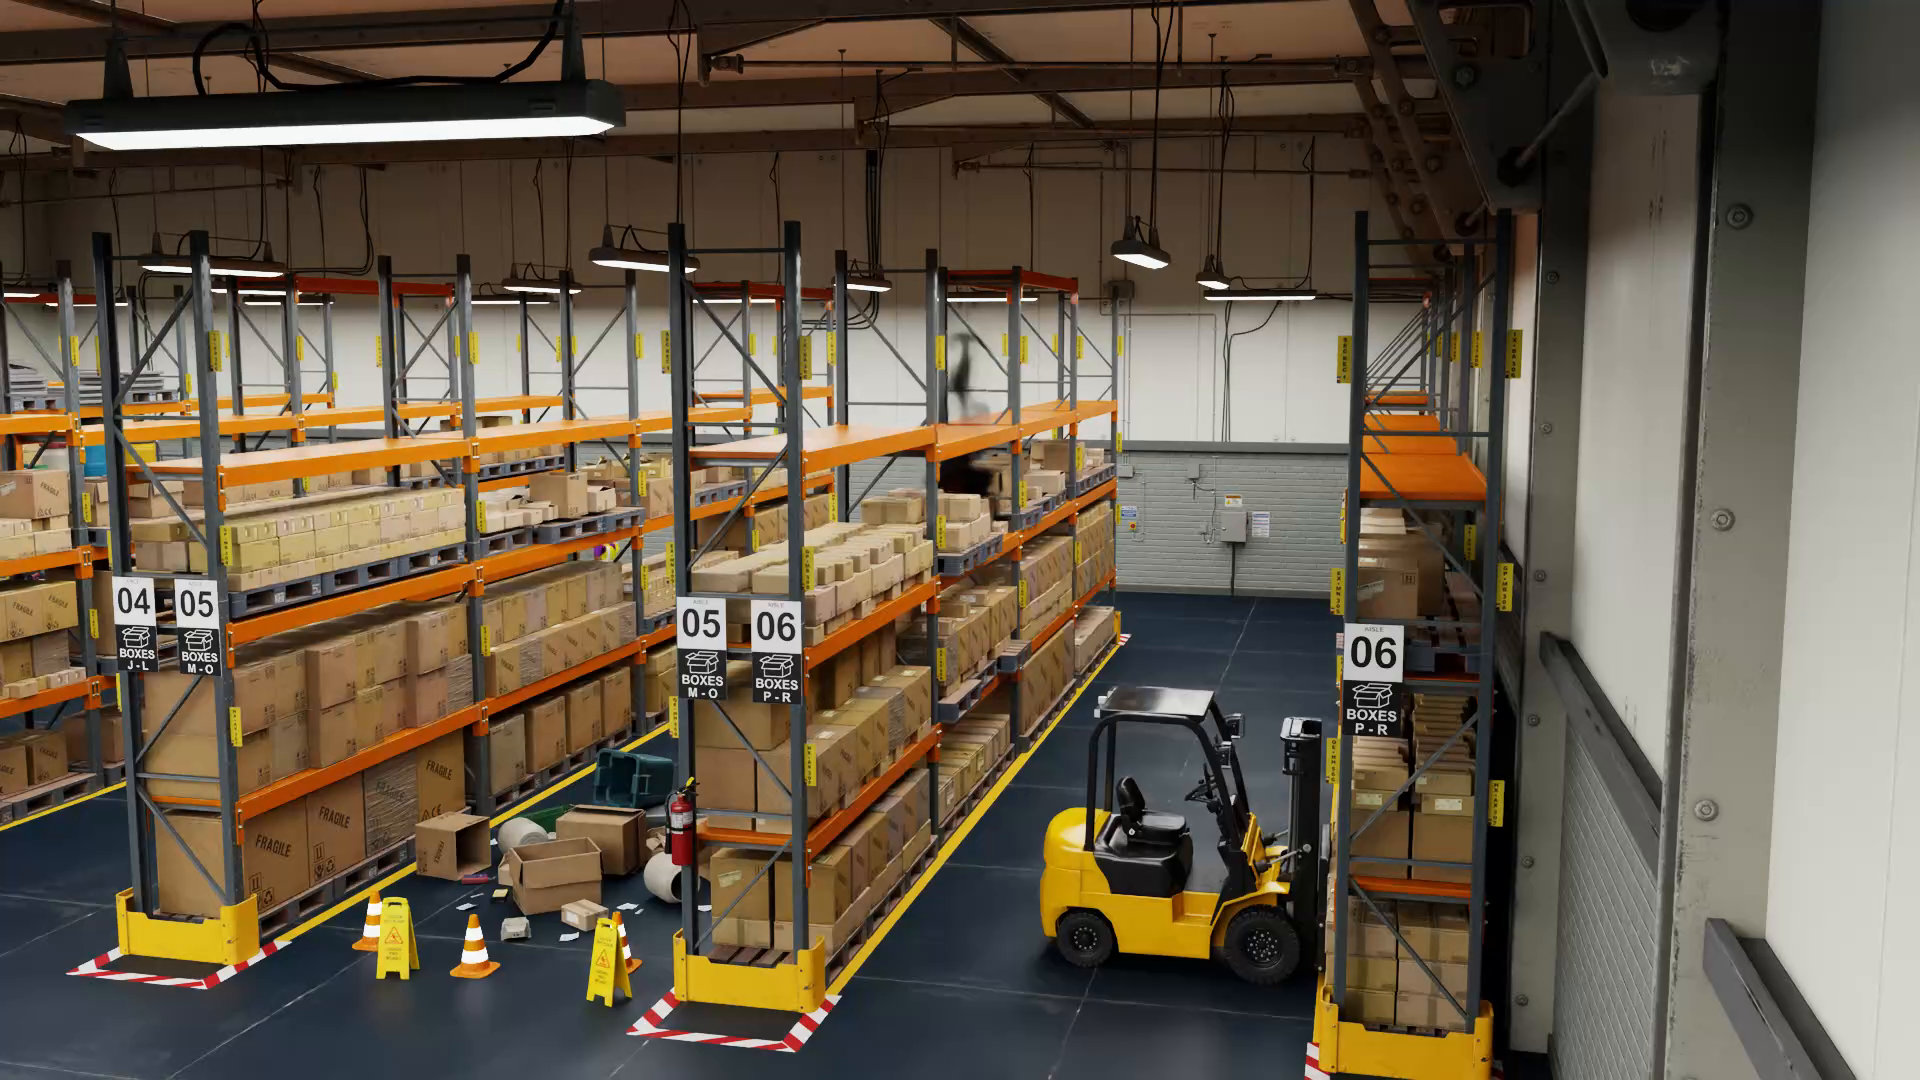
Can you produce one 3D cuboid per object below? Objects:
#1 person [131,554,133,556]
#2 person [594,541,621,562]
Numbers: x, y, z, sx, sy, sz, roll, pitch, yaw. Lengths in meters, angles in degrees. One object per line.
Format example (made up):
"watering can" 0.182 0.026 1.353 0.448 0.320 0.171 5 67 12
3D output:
"person" -15.121 0.647 30.031 0.585 1.825 0.864 0 7 3
"person" -6.609 0.503 31.398 0.535 1.681 0.740 5 8 33
